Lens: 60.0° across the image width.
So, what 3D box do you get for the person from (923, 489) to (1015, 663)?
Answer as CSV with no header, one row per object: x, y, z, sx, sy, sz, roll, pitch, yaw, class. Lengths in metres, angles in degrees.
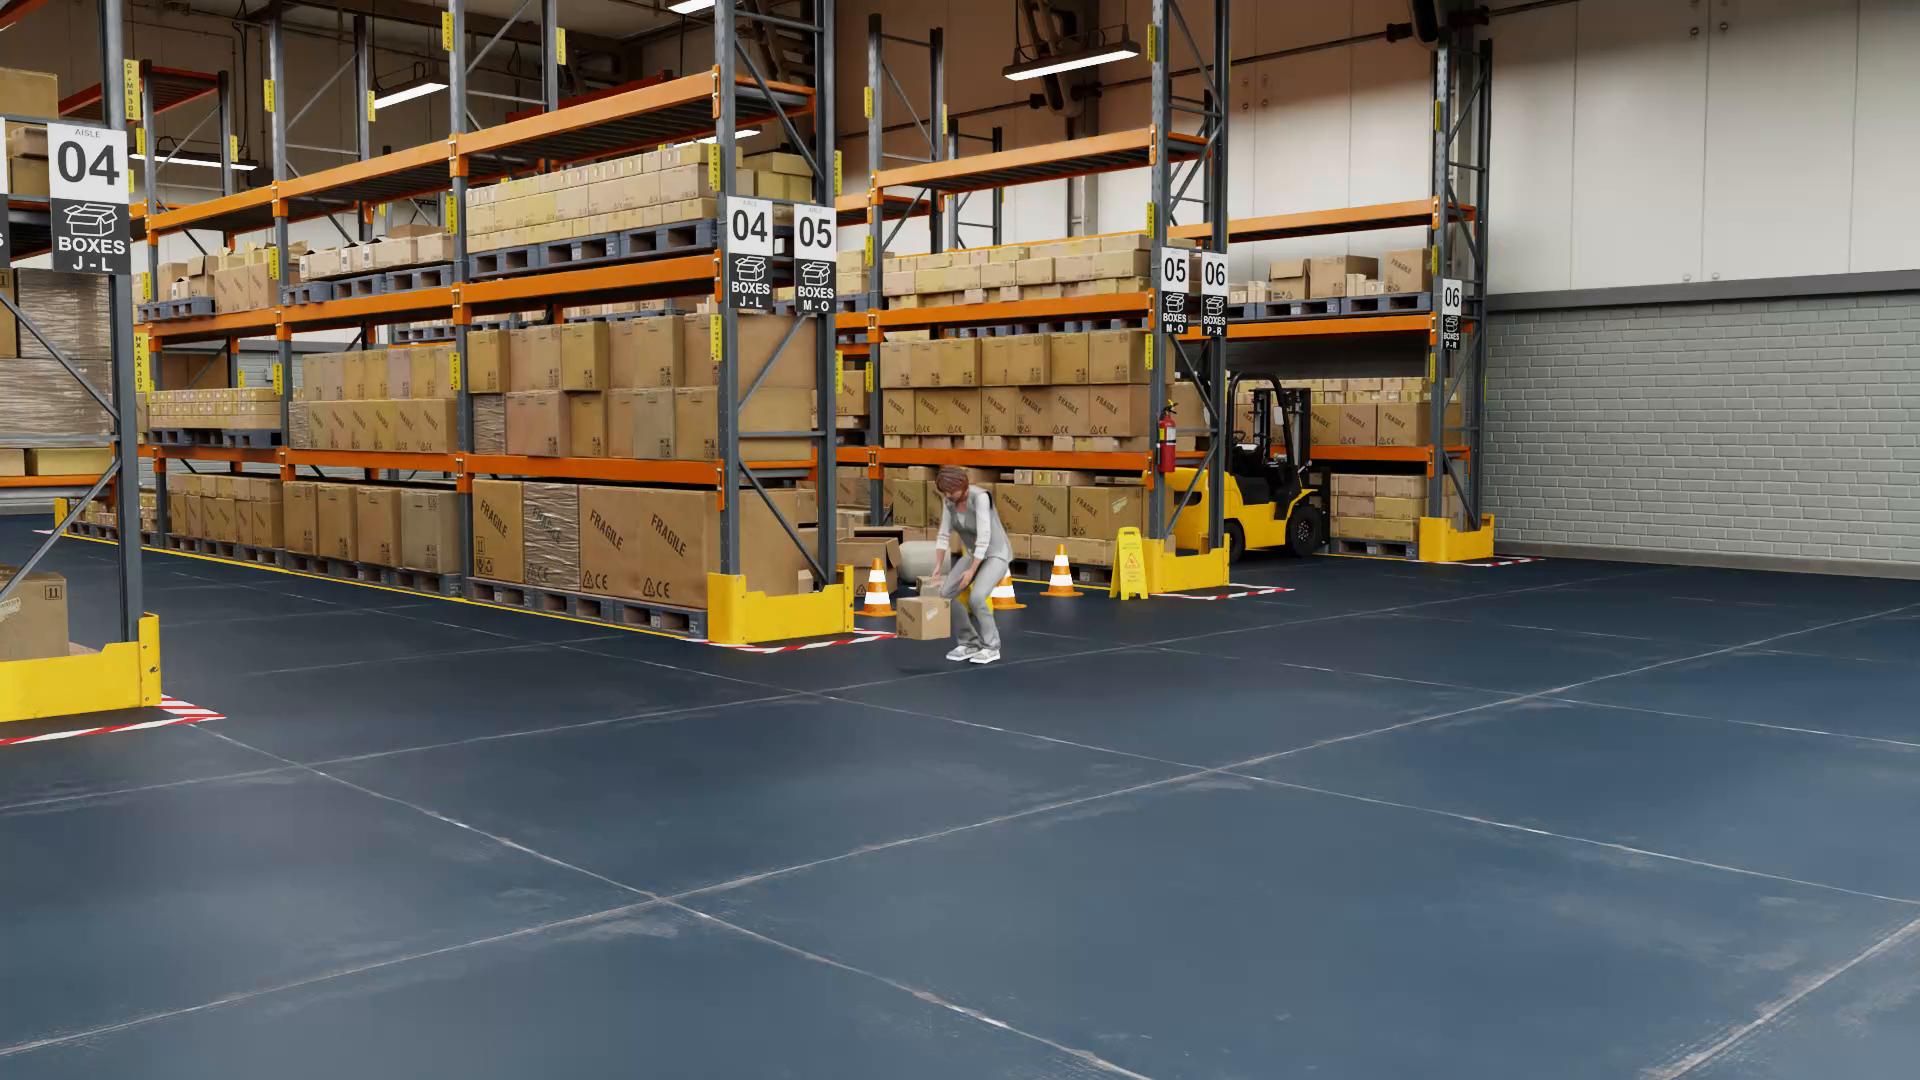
0.077,0.243,11.051,0.721,1.148,0.464,-4,6,-44,person
